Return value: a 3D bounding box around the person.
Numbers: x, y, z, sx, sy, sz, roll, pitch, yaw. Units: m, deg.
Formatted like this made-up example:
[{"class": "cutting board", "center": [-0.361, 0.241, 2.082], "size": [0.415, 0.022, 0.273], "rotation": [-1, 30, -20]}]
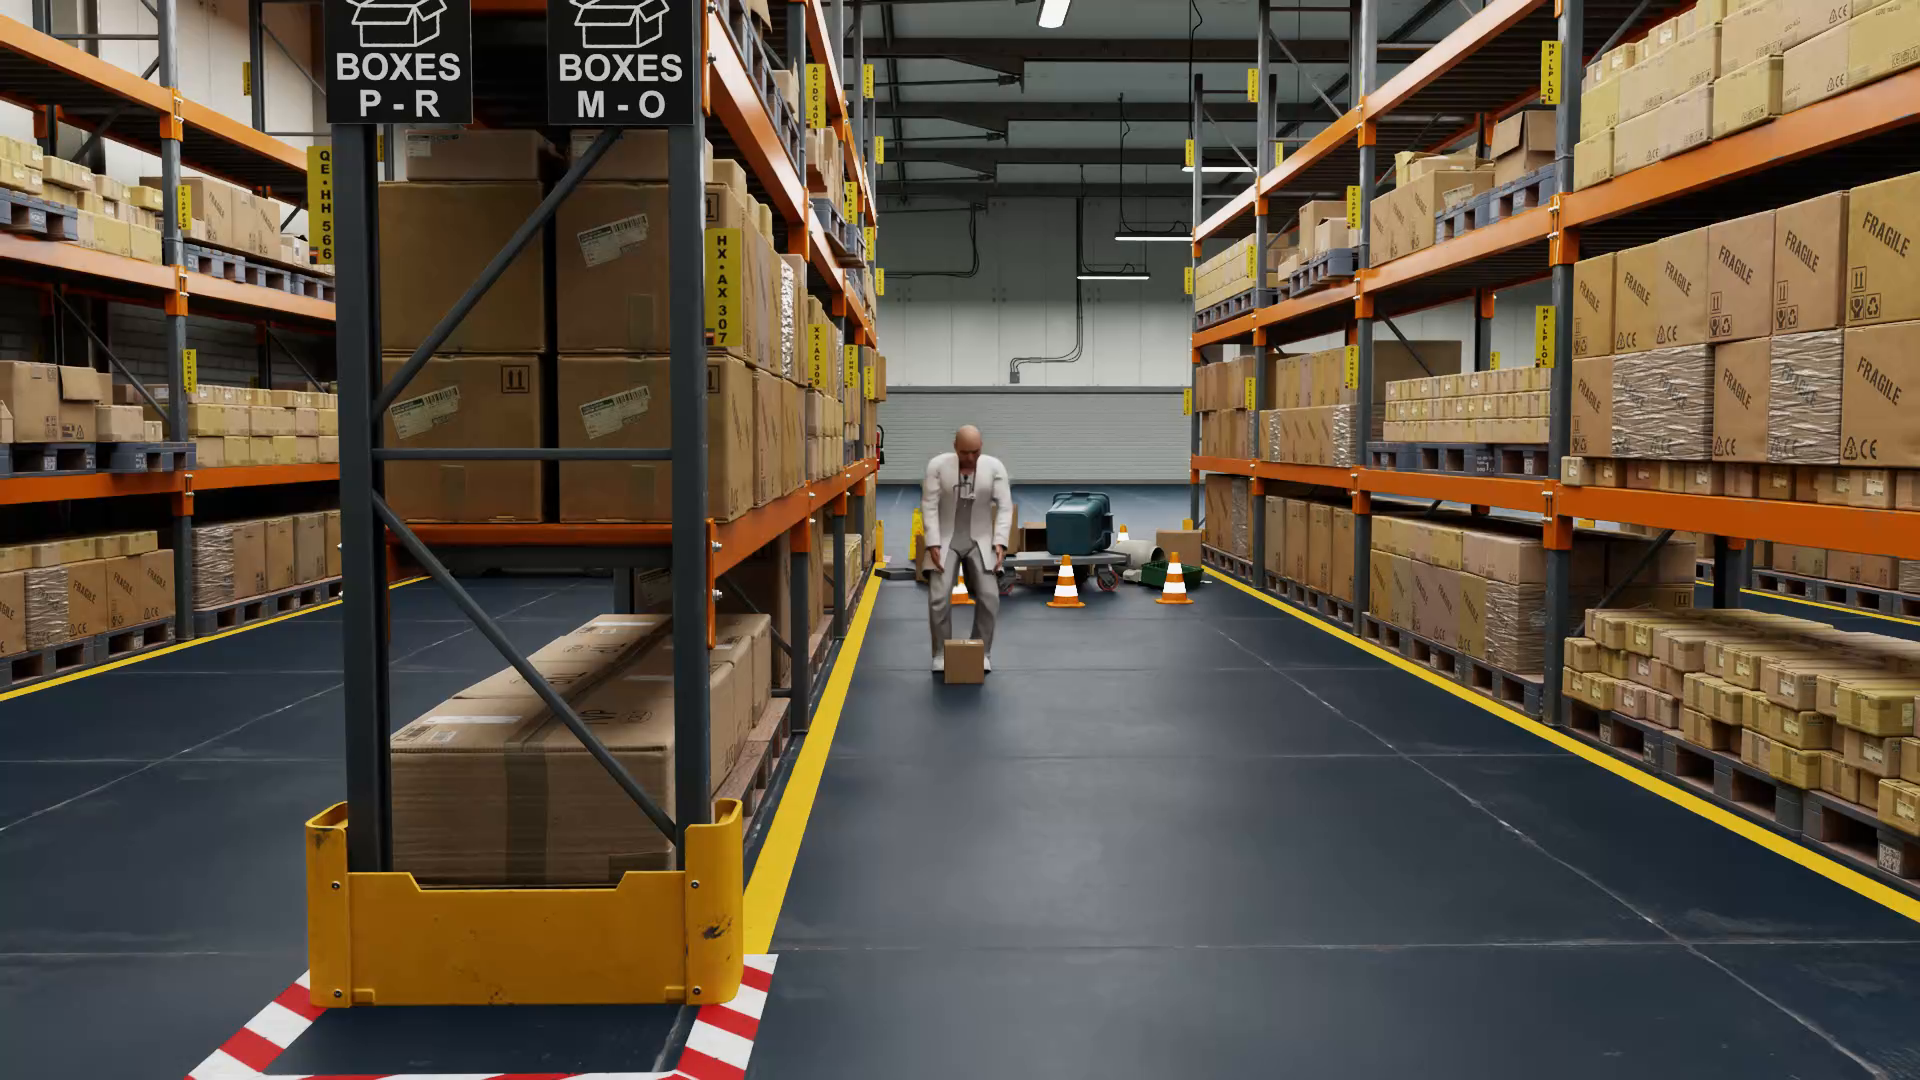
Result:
[{"class": "person", "center": [0.044, 0.055, 11.036], "size": [0.617, 1.634, 0.543], "rotation": [0, 4, -1]}]
